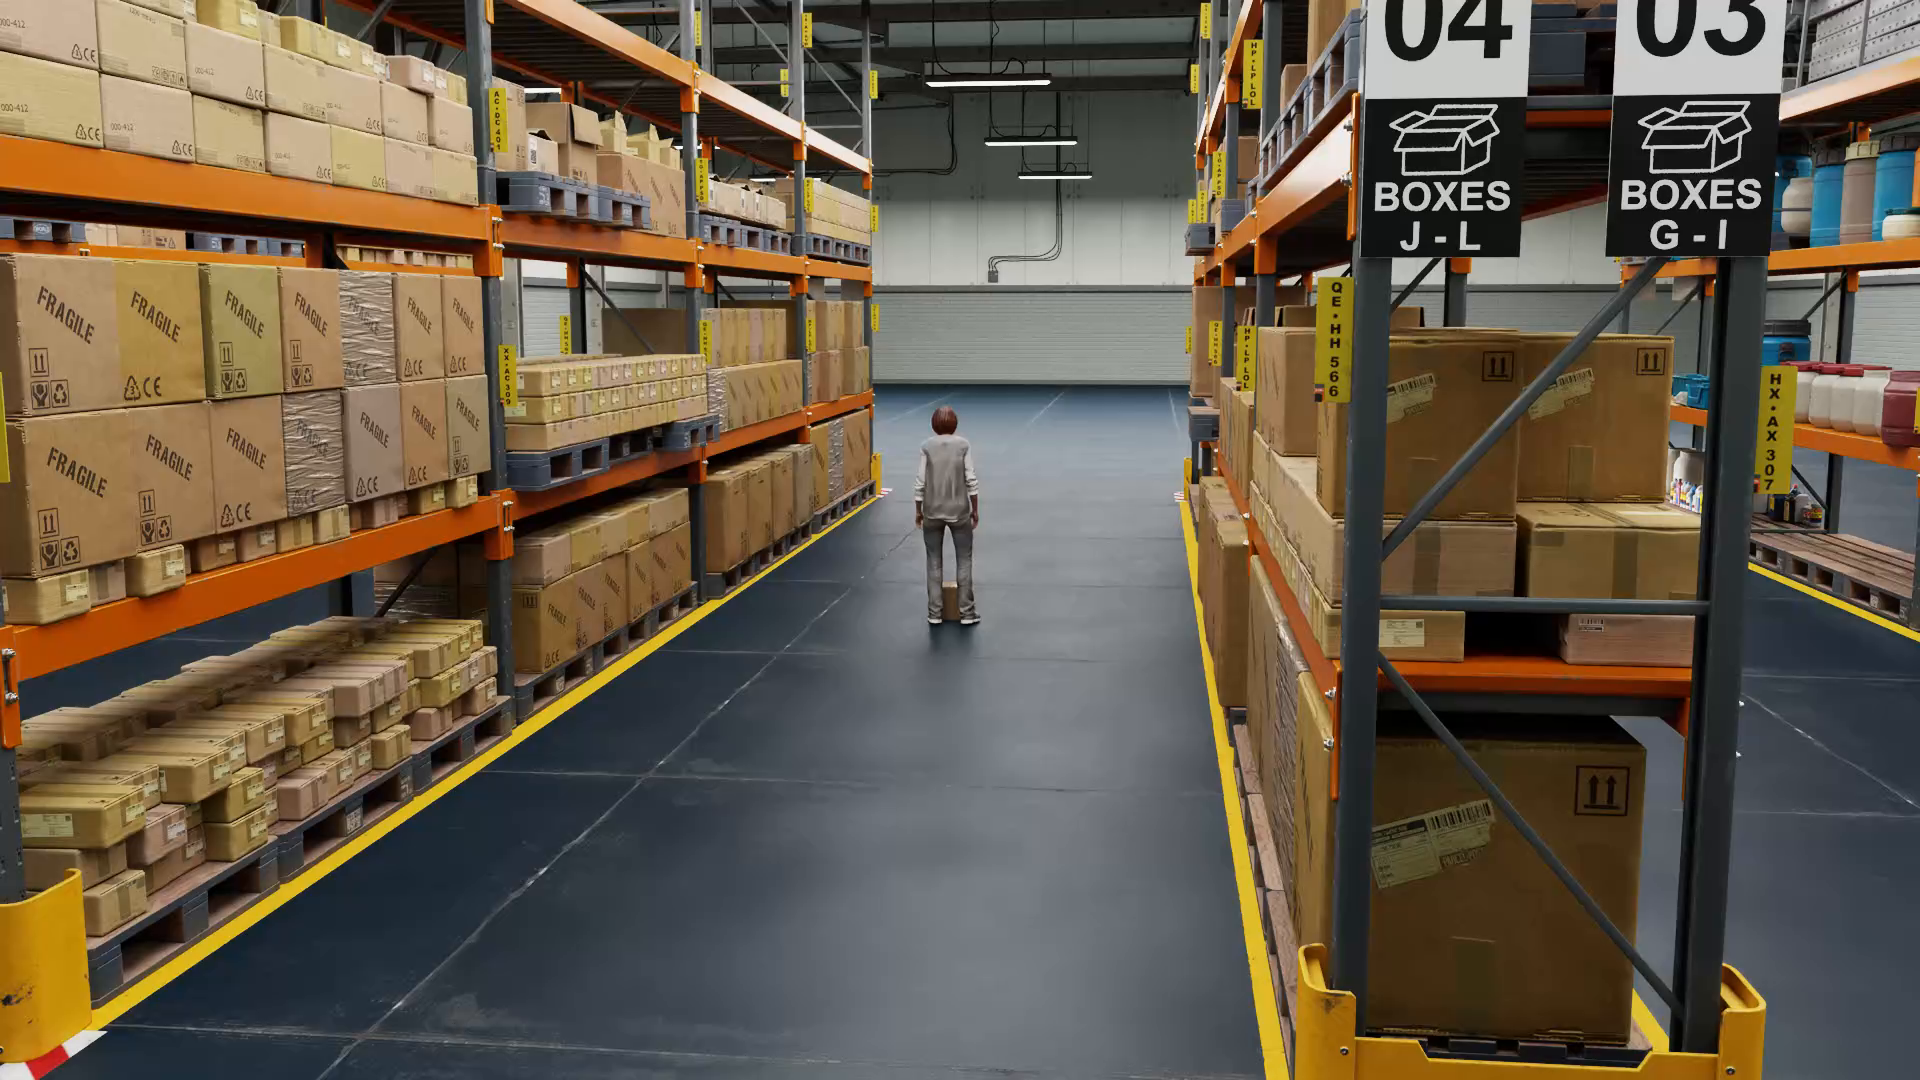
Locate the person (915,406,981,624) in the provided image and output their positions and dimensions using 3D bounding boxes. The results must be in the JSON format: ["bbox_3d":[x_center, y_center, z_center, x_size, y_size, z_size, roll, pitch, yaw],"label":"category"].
[{"bbox_3d":[-0.091,-0.172,12.136,0.477,1.582,0.342,1,8,4],"label":"person"}]
